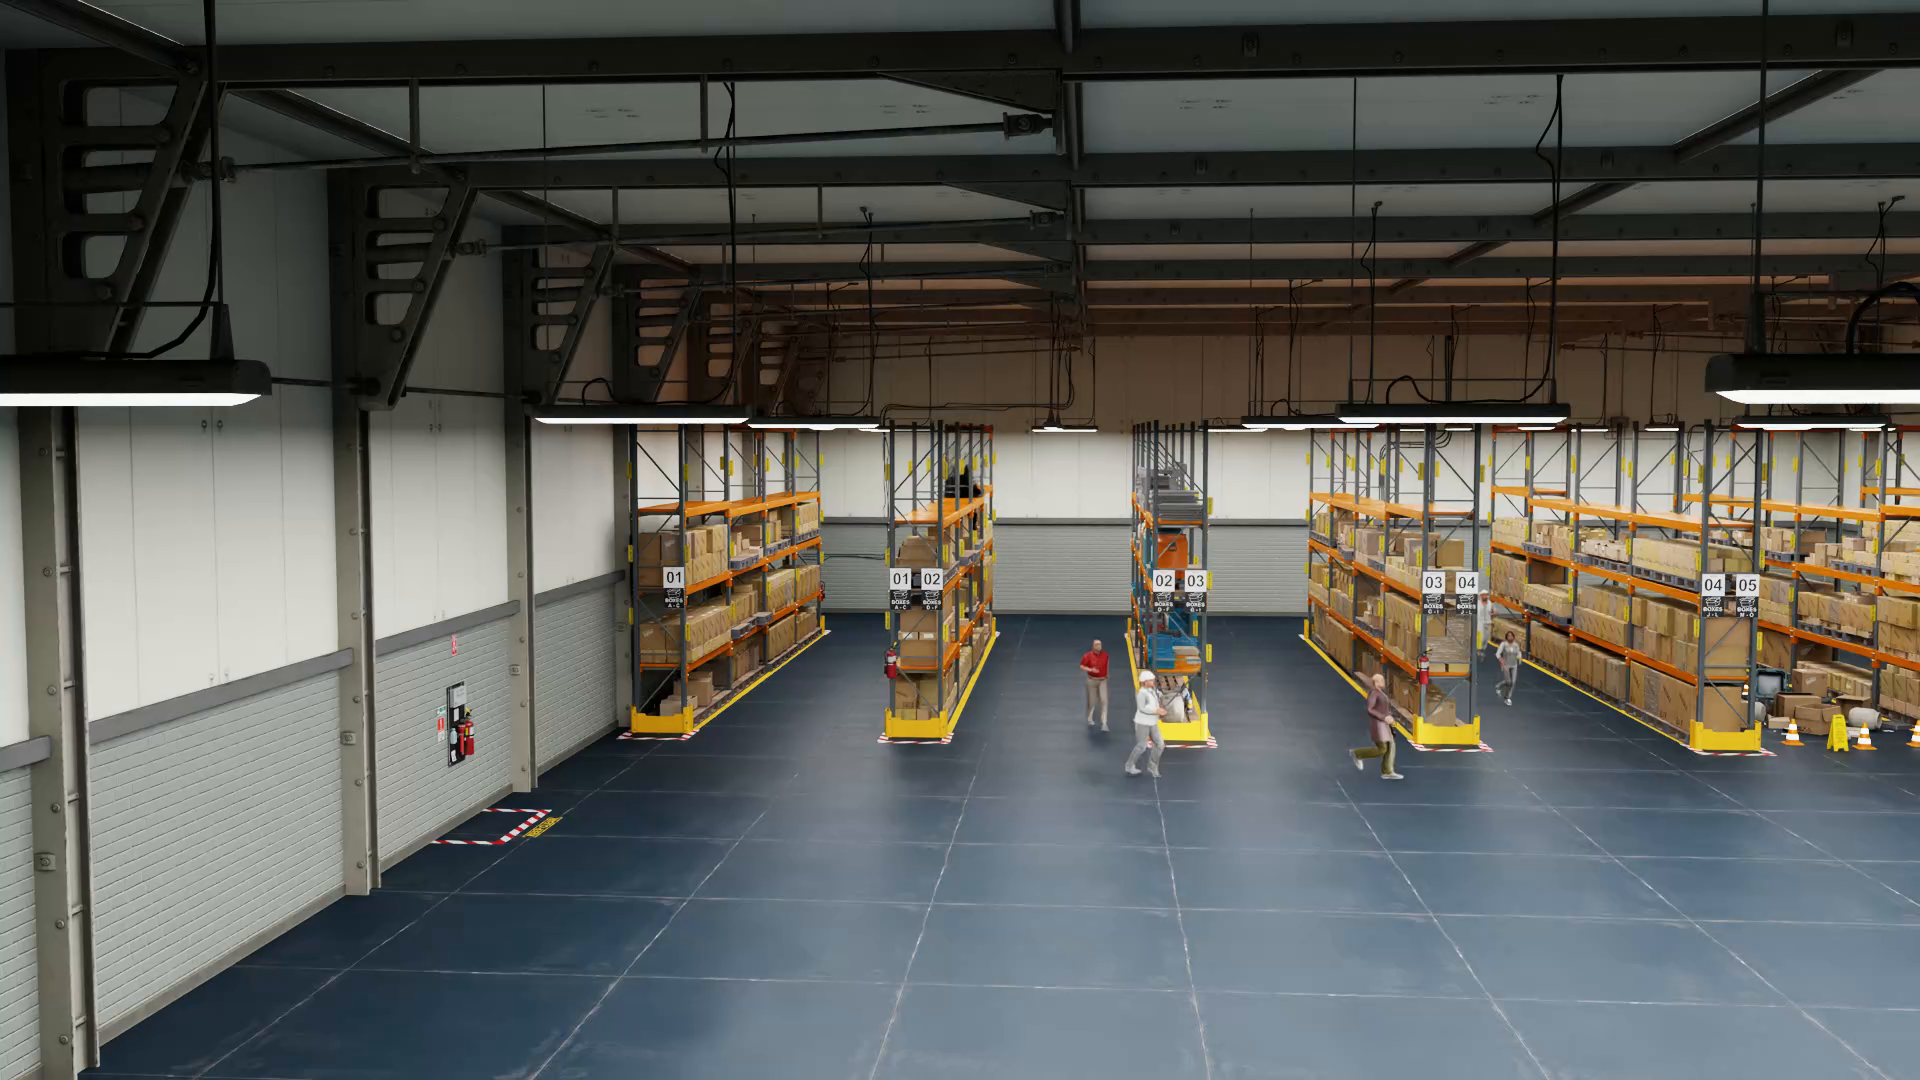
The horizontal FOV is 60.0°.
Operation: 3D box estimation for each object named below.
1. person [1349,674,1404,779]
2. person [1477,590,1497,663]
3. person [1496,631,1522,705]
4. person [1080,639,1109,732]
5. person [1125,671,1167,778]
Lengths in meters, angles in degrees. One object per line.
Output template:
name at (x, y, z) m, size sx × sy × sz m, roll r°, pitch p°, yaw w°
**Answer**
person at (6.955, 3.131, 27.673) m, size 0.888 × 1.687 × 0.710 m, roll 2°, pitch 4°, yaw 28°
person at (13.222, 2.170, 42.017) m, size 0.648 × 1.843 × 0.777 m, roll 0°, pitch 4°, yaw -1°
person at (11.690, 2.714, 35.400) m, size 0.532 × 1.572 × 0.586 m, roll 0°, pitch 4°, yaw -3°
person at (2.631, 2.823, 32.406) m, size 0.625 × 1.775 × 0.823 m, roll -1°, pitch 4°, yaw -10°
person at (3.126, 3.100, 27.749) m, size 0.748 × 1.850 × 0.675 m, roll 2°, pitch 4°, yaw 31°
